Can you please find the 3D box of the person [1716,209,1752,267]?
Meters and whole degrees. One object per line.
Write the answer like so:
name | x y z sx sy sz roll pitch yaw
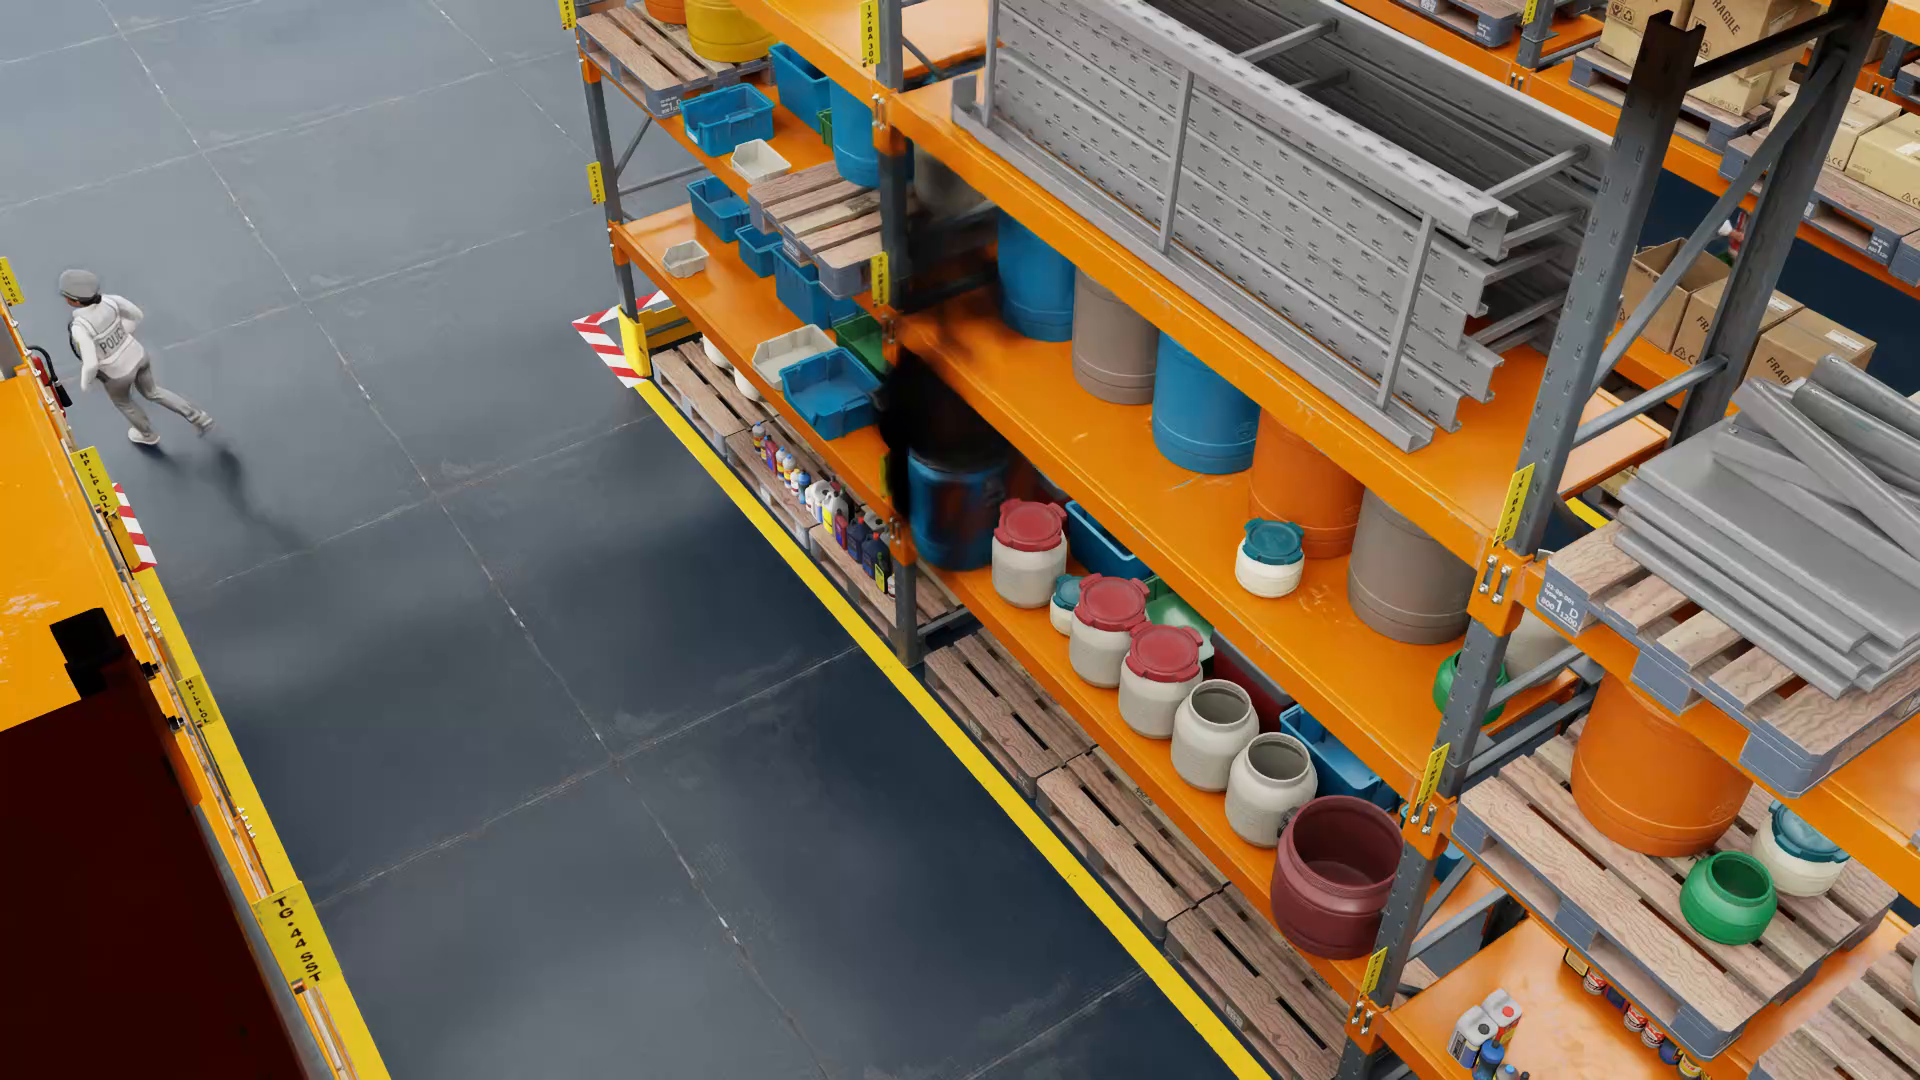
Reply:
person | 6.106 -2.261 12.931 0.585 1.743 0.651 33 52 31

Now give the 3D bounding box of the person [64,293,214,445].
person | -5.979 -1.218 11.889 0.771 1.619 0.611 12 44 12
